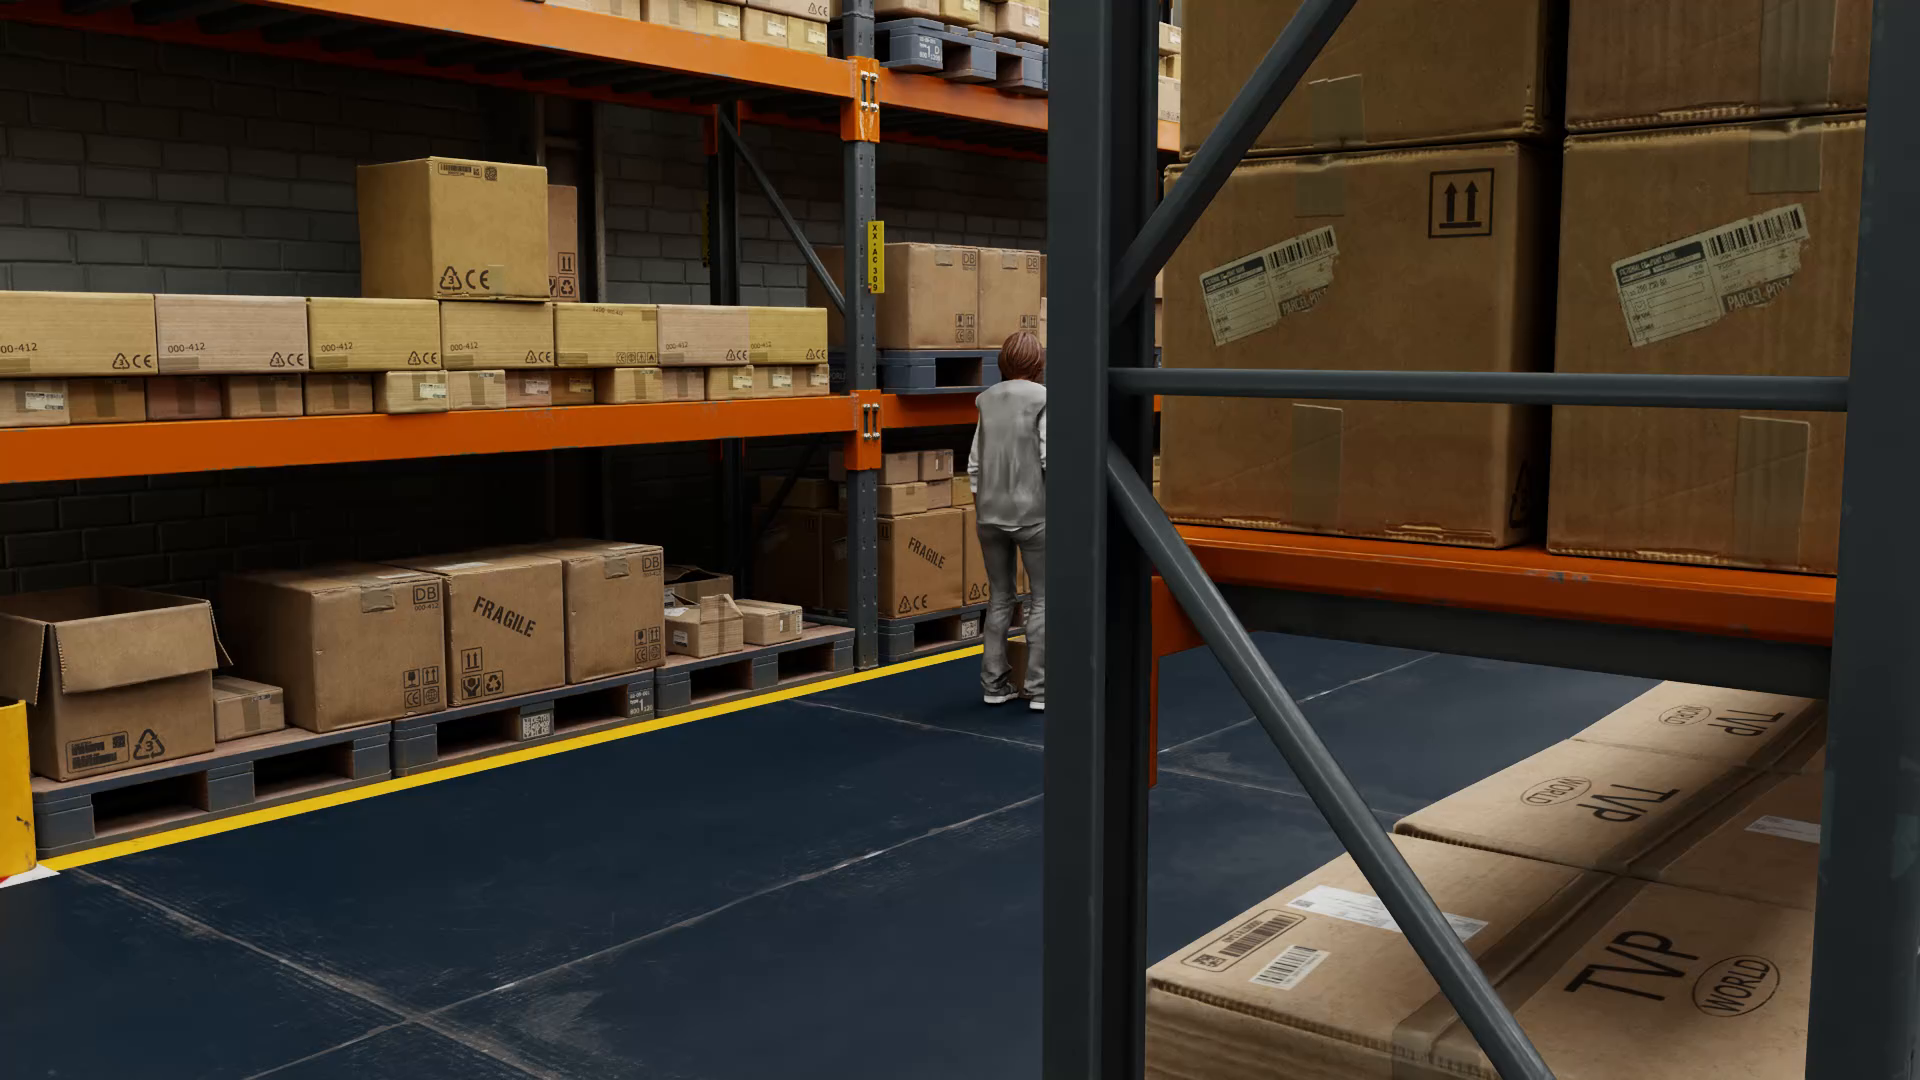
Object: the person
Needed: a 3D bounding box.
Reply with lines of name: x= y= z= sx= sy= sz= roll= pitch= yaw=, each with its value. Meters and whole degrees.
person: x=0.252 y=-0.081 z=7.049 sx=0.469 sy=1.589 sz=0.350 roll=4 pitch=8 yaw=32
